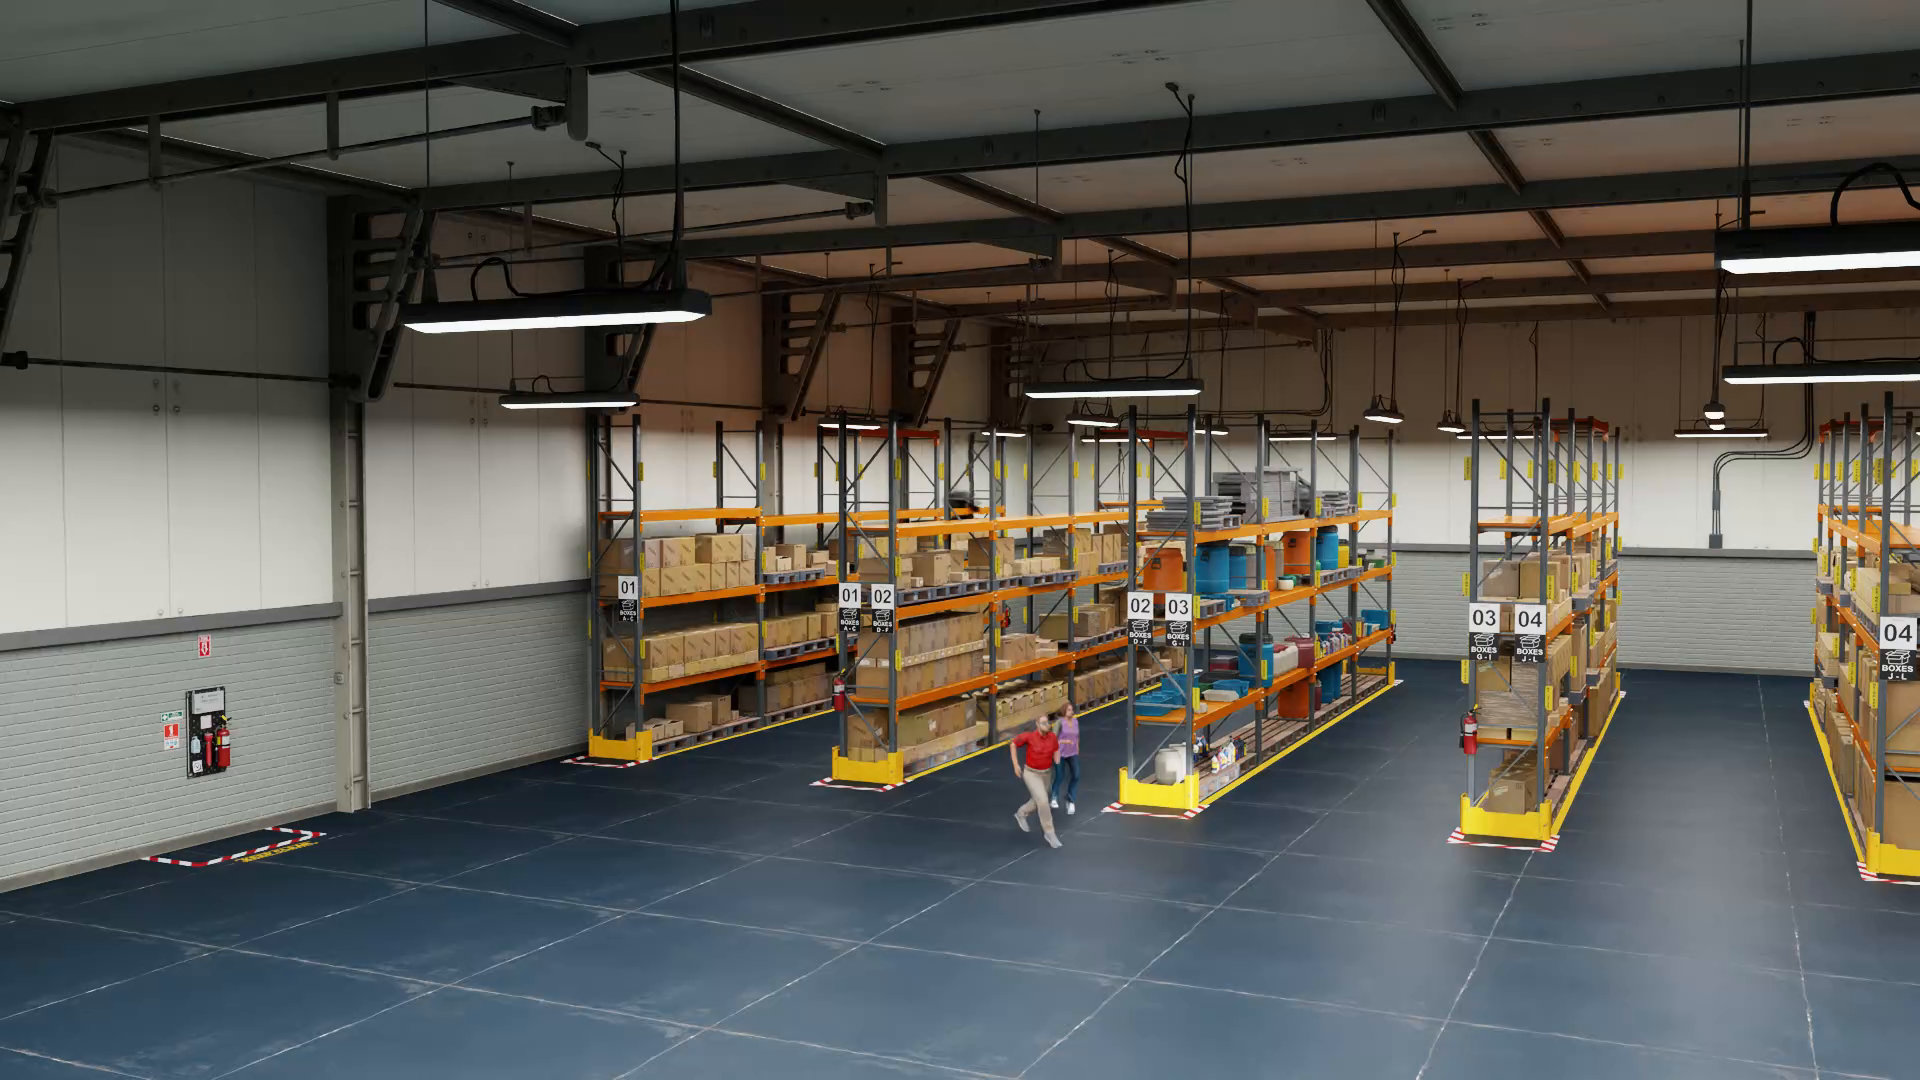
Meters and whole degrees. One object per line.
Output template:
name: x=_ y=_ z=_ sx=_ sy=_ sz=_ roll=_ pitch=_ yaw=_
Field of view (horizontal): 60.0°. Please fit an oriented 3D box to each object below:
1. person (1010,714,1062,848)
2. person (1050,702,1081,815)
person: x=1.051 y=3.223 z=22.503 sx=0.686 sy=1.752 sz=1.004 roll=-2 pitch=3 yaw=-35
person: x=1.563 y=3.203 z=24.430 sx=0.538 sy=1.639 sz=0.632 roll=-1 pitch=2 yaw=-19
